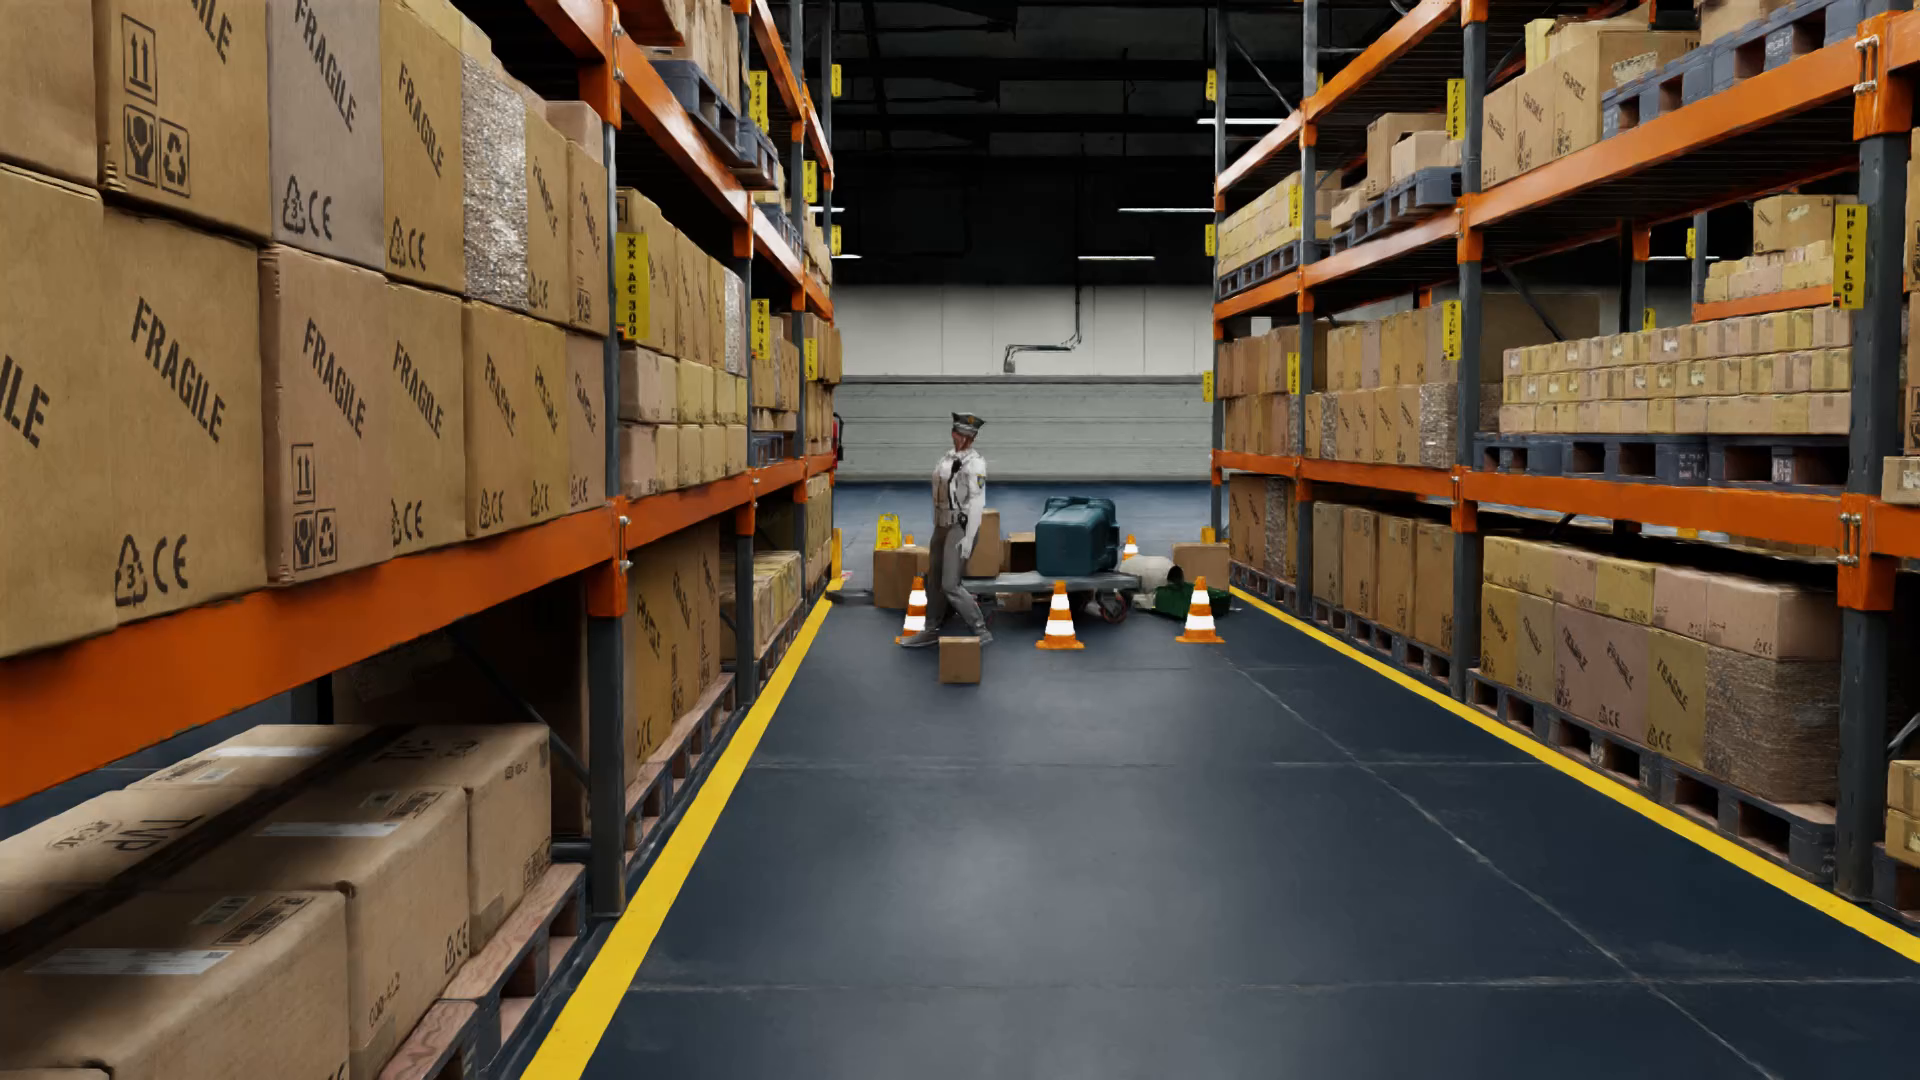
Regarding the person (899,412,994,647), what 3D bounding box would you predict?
[{"bbox_3d":[-0.095,-0.059,11.415,0.463,1.635,0.671,-2,4,-26],"label":"person"}]
